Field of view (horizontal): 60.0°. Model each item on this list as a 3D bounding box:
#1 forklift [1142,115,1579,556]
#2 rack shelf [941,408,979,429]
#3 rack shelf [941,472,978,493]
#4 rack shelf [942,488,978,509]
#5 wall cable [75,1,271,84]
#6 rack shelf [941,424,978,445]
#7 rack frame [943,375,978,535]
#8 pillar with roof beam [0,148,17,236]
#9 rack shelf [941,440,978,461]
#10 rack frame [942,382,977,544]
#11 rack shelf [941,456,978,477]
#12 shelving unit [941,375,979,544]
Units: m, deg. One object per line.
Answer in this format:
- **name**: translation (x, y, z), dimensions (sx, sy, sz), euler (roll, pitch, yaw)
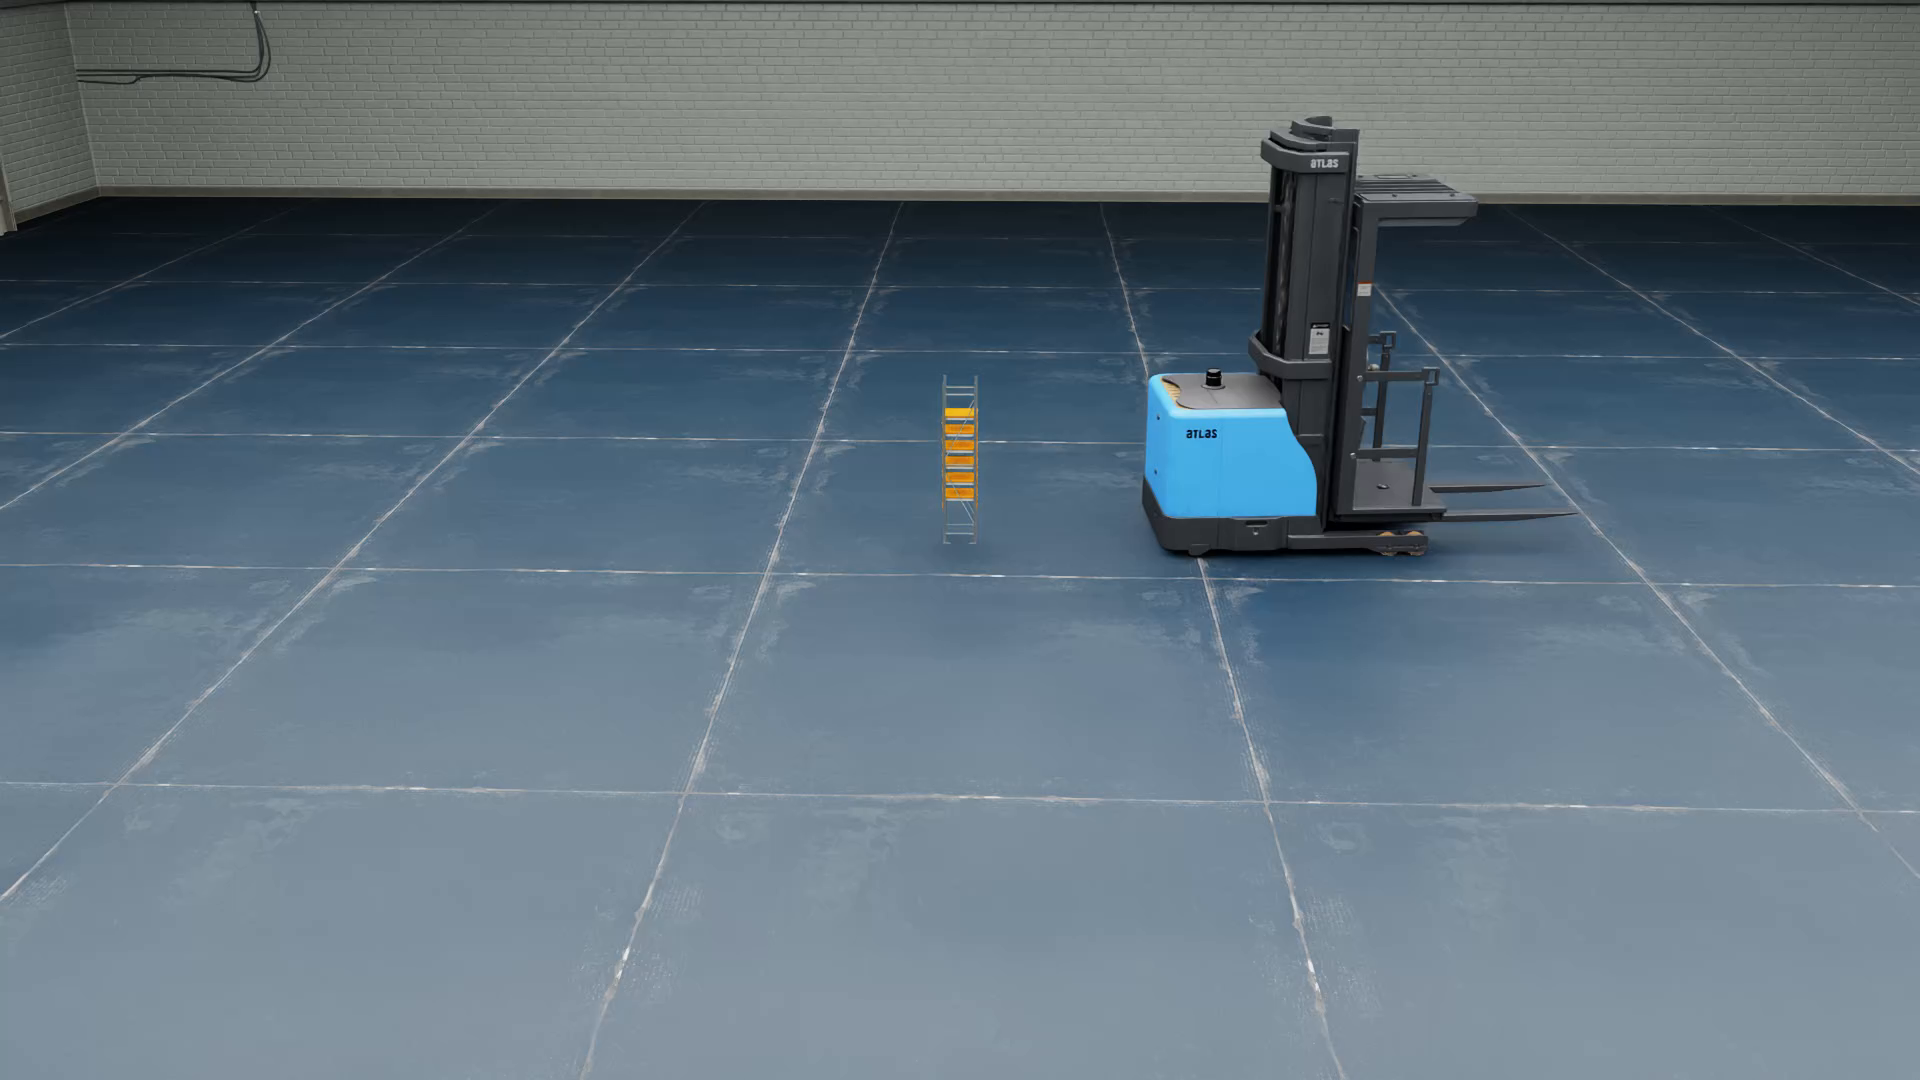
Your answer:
- **forklift**: translation (2.906, -1.444, 11.699), dimensions (3.031, 2.935, 1.130), euler (-1, 21, -3)
- **rack shelf**: translation (0.000, -0.859, 11.711), dimensions (0.258, 0.103, 0.180), euler (1, 21, 2)
- **rack shelf**: translation (0.000, -0.411, 11.885), dimensions (0.258, 0.103, 0.180), euler (1, 21, 2)
- **rack shelf**: translation (0.000, -0.299, 11.928), dimensions (0.258, 0.103, 0.180), euler (1, 21, 2)
- **wall cable**: translation (-11.867, -8.042, 24.609), dimensions (3.097, 2.526, 0.112), euler (1, 21, 2)
- **rack shelf**: translation (0.000, -0.747, 11.755), dimensions (0.258, 0.103, 0.180), euler (1, 21, 2)
- **rack frame**: translation (0.003, -0.598, 11.911), dimensions (0.240, 1.200, 0.006), euler (1, 21, 2)
- **pillar with roof beam**: translation (-8.975, -8.392, 21.217), dimensions (9.100, 9.000, 0.400), euler (1, 21, 2)
- **rack shelf**: translation (0.000, -0.635, 11.798), dimensions (0.258, 0.103, 0.180), euler (1, 21, 2)
- **rack frame**: translation (-0.002, -0.532, 11.740), dimensions (0.240, 1.200, 0.006), euler (1, 21, 2)
- **rack shelf**: translation (0.000, -0.523, 11.841), dimensions (0.258, 0.103, 0.180), euler (1, 21, 2)
- **shelving unit**: translation (0.000, -0.565, 11.825), dimensions (0.258, 1.200, 0.189), euler (1, 21, 2)
